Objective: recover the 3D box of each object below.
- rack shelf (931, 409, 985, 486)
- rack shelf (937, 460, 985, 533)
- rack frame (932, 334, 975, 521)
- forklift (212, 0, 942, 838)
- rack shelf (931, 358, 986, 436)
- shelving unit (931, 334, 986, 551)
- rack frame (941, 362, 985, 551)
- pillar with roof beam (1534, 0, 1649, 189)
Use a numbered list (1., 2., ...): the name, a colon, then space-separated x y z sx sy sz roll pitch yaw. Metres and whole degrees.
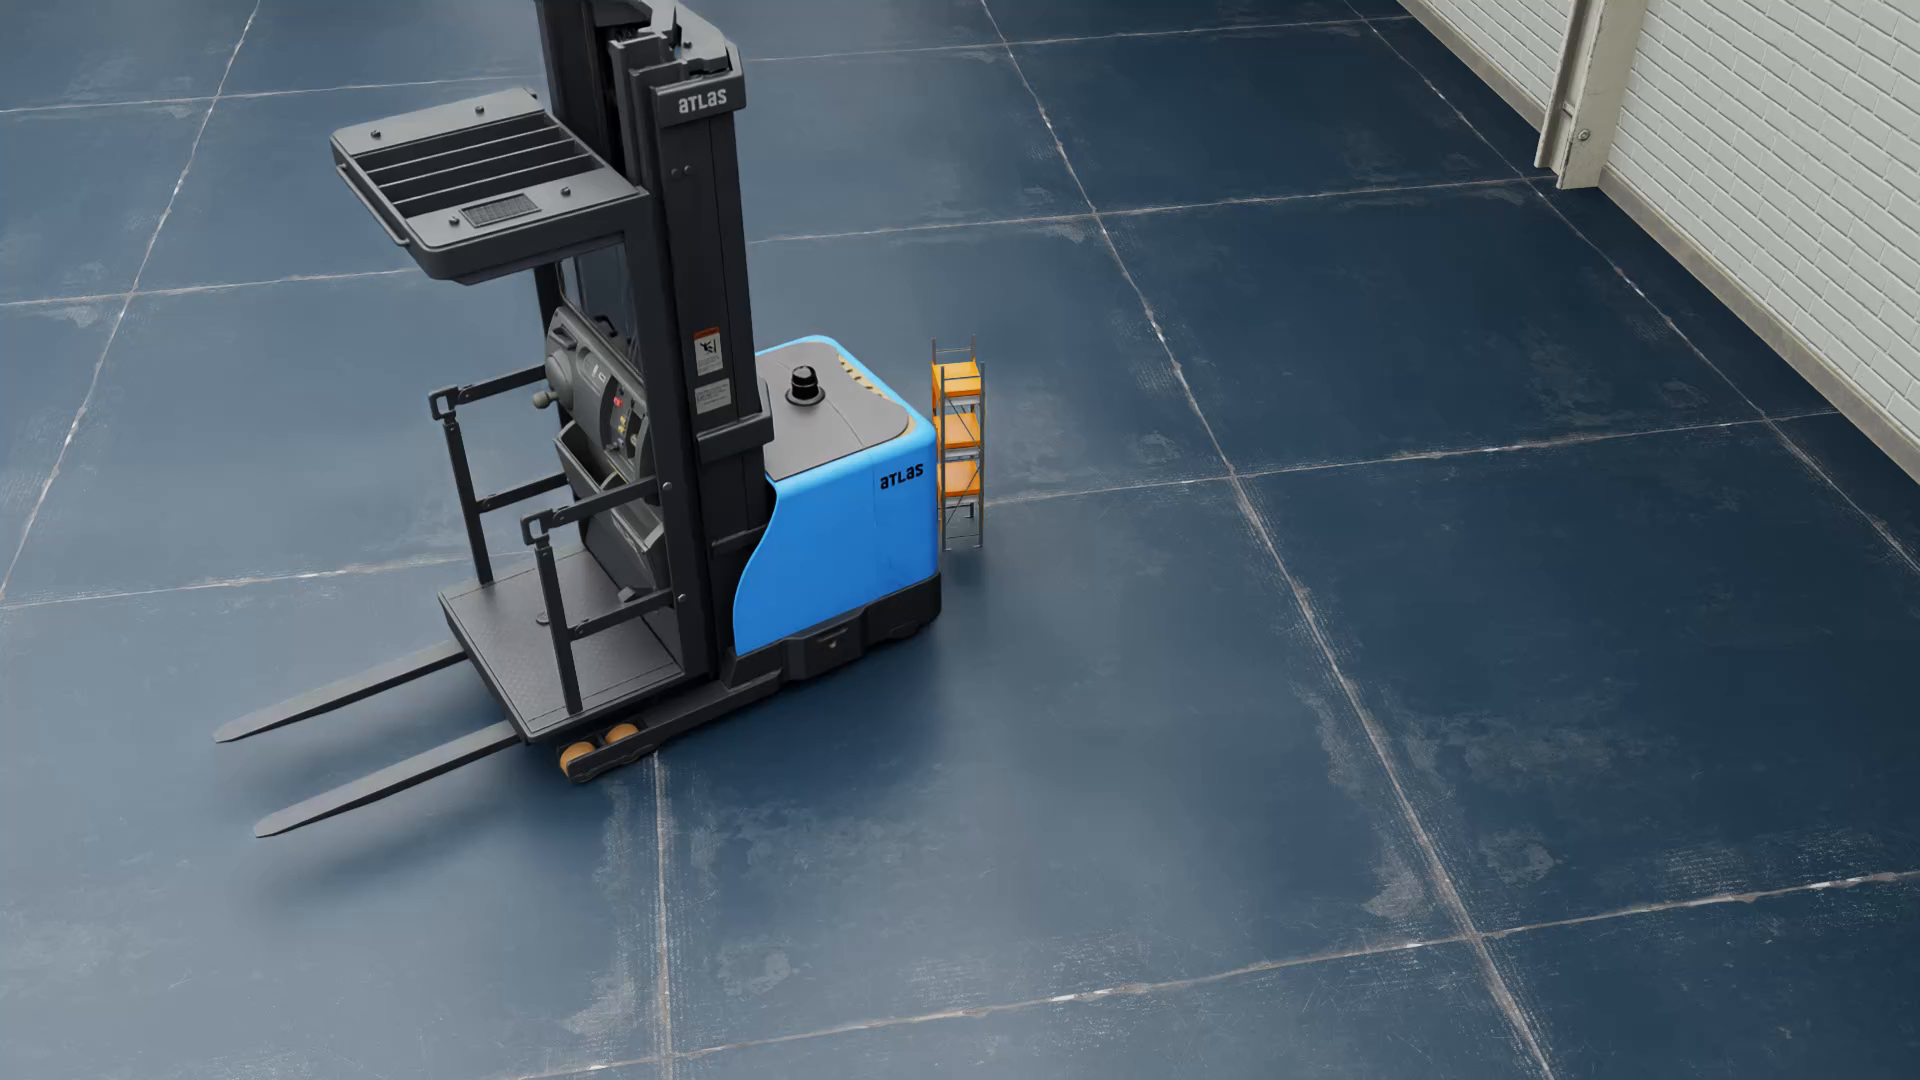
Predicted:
1. rack shelf: -0.009 -0.439 7.876 0.215 0.259 0.240 -6 38 -8
2. rack shelf: -0.009 -0.219 8.046 0.215 0.259 0.240 -6 38 -8
3. rack frame: -0.031 -0.521 7.964 0.200 1.050 0.008 -6 38 -8
4. forklift: -1.597 -0.530 6.442 3.031 2.935 1.130 -22 43 -26
5. rack shelf: -0.009 -0.663 7.702 0.215 0.259 0.240 -6 38 -8
6. shelving unit: -0.009 -0.447 7.869 0.215 1.050 0.252 -6 38 -8
7. rack frame: 0.012 -0.373 7.775 0.200 1.050 0.008 -6 38 -8
8. pillar with roof beam: -0.088 -5.586 8.005 9.100 9.000 0.400 -6 38 -8
